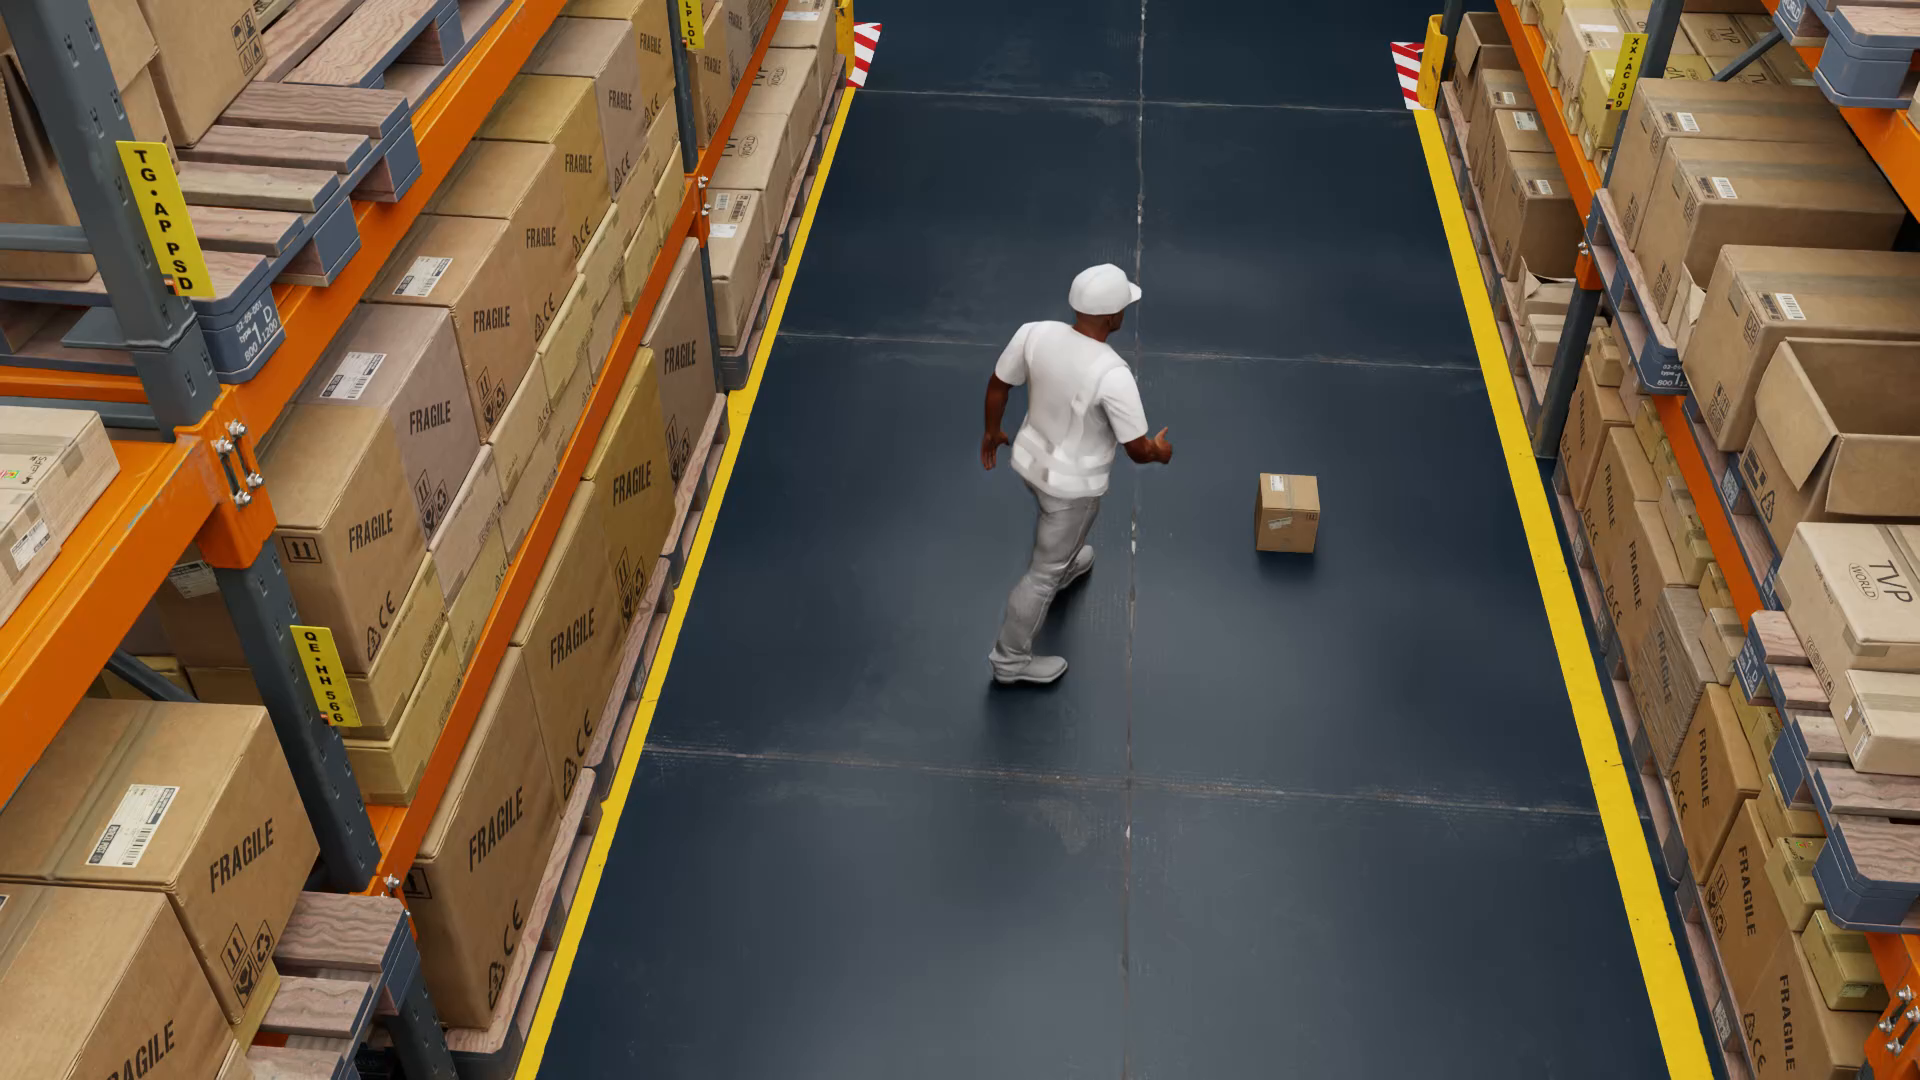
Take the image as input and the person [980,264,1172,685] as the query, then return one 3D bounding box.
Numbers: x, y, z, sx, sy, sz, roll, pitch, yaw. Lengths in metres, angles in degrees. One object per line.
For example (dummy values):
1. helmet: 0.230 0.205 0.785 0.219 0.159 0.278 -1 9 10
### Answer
1. person: 0.413 -0.284 6.495 0.819 1.695 0.689 -23 45 -25
